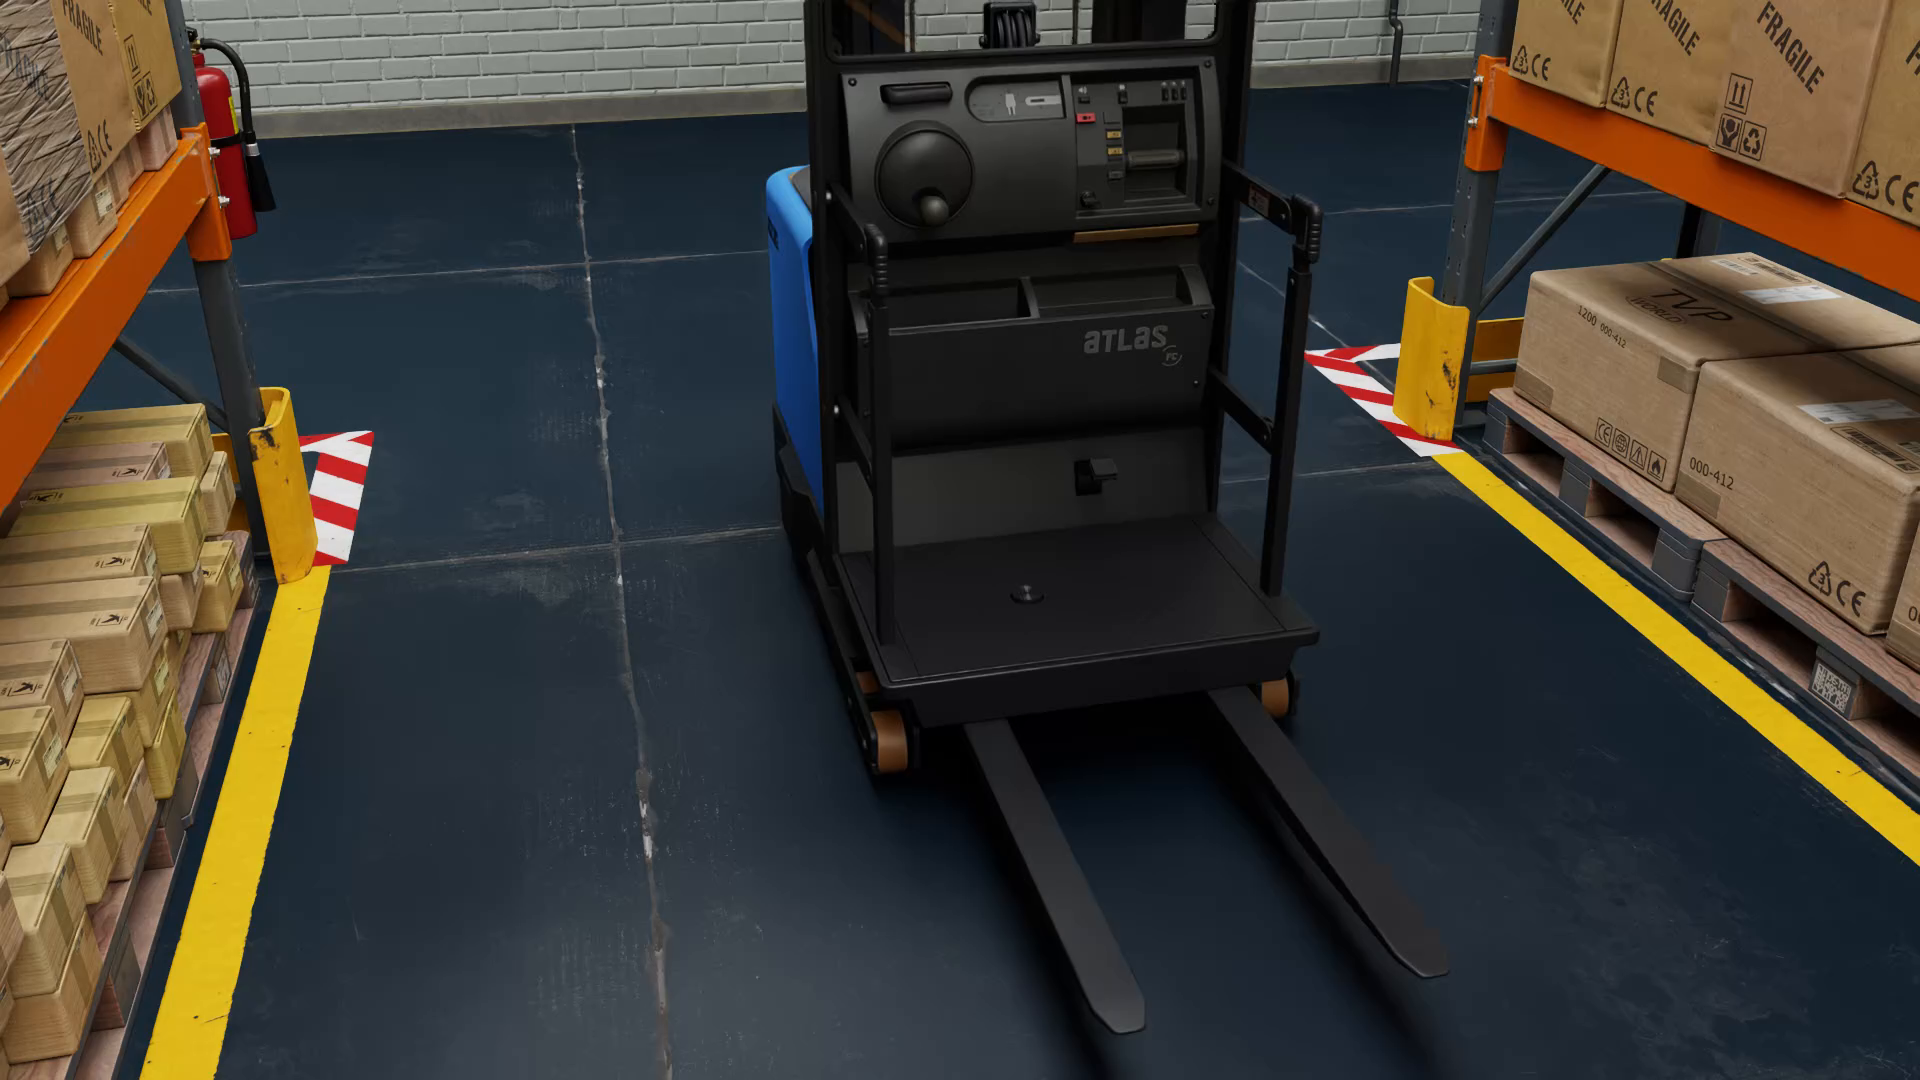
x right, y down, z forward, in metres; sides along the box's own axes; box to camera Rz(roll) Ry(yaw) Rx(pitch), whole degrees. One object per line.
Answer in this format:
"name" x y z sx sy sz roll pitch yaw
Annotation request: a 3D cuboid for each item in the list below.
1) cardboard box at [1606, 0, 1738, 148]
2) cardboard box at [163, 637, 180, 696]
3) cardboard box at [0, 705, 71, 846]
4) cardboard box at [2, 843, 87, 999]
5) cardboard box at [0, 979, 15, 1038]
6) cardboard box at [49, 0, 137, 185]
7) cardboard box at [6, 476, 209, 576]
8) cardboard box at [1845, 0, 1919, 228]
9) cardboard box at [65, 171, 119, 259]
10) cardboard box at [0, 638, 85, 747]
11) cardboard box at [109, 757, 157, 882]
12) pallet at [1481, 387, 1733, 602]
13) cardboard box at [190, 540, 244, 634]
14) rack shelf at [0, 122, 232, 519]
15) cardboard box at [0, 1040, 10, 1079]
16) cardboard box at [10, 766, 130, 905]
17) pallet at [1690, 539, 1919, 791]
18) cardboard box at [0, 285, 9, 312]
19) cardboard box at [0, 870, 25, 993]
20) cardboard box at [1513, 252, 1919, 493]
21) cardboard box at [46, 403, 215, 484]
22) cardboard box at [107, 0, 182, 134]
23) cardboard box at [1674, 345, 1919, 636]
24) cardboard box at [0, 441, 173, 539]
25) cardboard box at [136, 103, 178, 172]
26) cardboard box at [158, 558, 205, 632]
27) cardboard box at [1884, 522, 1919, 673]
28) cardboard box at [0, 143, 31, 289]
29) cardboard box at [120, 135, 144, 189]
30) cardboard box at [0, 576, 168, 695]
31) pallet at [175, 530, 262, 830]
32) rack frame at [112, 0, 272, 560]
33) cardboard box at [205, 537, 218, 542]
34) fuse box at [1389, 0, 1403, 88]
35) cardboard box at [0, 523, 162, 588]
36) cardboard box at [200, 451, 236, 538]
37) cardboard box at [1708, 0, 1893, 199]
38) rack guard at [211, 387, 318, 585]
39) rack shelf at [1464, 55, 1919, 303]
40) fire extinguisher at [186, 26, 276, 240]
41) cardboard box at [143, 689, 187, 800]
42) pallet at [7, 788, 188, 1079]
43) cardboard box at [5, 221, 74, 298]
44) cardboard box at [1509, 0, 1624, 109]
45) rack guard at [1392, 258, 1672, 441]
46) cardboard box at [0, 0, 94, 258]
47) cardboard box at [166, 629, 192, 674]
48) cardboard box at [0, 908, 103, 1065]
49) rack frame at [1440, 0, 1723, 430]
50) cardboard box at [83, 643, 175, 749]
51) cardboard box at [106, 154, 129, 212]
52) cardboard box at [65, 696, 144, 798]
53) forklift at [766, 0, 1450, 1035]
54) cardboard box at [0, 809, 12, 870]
"cardboard box" 2.182 -1.396 4.576 0.500 0.500 0.500 -6 27 -12
"cardboard box" -2.065 0.366 3.893 0.380 0.149 0.250 -6 27 -11
"cardboard box" -1.889 0.451 3.064 0.380 0.149 0.250 -6 27 -11
"cardboard box" -1.783 0.689 2.923 0.380 0.149 0.250 -6 27 -12
"cardboard box" -1.788 0.806 2.691 0.380 0.149 0.250 -5 27 -9
"cardboard box" -2.125 -1.043 3.546 0.500 0.500 0.500 -6 27 -12
"cardboard box" -2.039 -0.020 3.998 0.380 0.149 0.250 -7 28 -13
"cardboard box" 2.408 -0.952 3.697 0.500 0.500 0.500 -5 27 -10
"cardboard box" -2.068 -0.705 3.598 0.380 0.149 0.250 -5 27 -10
"cardboard box" -1.976 0.339 3.286 0.380 0.149 0.250 -7 28 -13
"cardboard box" -1.905 0.594 3.442 0.380 0.149 0.250 -5 27 -11
"pallet" 2.469 -0.222 5.456 1.003 0.211 1.213 -6 27 -12
"cardboard box" -2.109 0.134 4.352 0.380 0.149 0.250 -5 27 -10
"rack shelf" -2.137 -0.064 2.846 1.077 0.370 4.000 -6 27 -12
"cardboard box" -1.823 0.944 2.749 0.380 0.149 0.250 -7 28 -14
"cardboard box" -1.814 0.578 3.143 0.380 0.149 0.250 -6 27 -11
"pallet" 2.740 0.312 4.397 1.003 0.211 1.213 -6 27 -12
"cardboard box" -2.034 -0.462 3.116 0.380 0.149 0.250 -7 28 -14
"cardboard box" -1.730 0.675 2.621 0.380 0.149 0.250 -5 27 -10
"cardboard box" 2.458 -0.574 5.436 0.875 0.438 0.875 -7 28 -13
"cardboard box" -2.222 -0.237 4.428 0.380 0.149 0.250 -6 27 -11
"cardboard box" -2.236 -1.270 3.995 0.500 0.500 0.500 -5 27 -11
"cardboard box" 2.673 -0.173 4.642 0.875 0.438 0.875 -5 27 -10
"cardboard box" -2.221 -0.121 4.198 0.380 0.149 0.250 -5 27 -11
"cardboard box" -2.239 -1.037 4.254 0.380 0.149 0.250 -6 27 -12
"cardboard box" -2.072 0.120 4.051 0.380 0.149 0.250 -7 28 -14
"cardboard box" 2.874 0.223 3.858 0.875 0.438 0.875 -7 28 -13
"cardboard box" -1.899 -0.601 2.671 0.500 0.500 0.500 -5 27 -9
"cardboard box" -2.219 -0.924 4.030 0.380 0.149 0.250 -6 27 -12
"cardboard box" -1.927 0.212 3.538 0.380 0.149 0.250 -5 27 -10
"pallet" -2.422 0.375 4.272 1.003 0.211 1.213 -6 27 -12
"rack frame" -2.588 -1.263 4.424 1.000 3.000 0.127 -6 27 -12
"cardboard box" -2.266 0.032 4.556 0.380 0.149 0.250 -5 27 -11
"fuse box" 2.998 -3.857 10.993 0.539 1.711 0.414 -6 27 -12
"cardboard box" -2.042 0.100 3.760 0.380 0.149 0.250 -7 28 -14
"cardboard box" -2.191 -0.108 4.503 0.380 0.149 0.250 -7 28 -13
"cardboard box" 2.279 -1.171 4.129 0.500 0.500 0.500 -6 27 -12
"rack guard" -2.571 -0.114 4.921 1.175 0.500 0.348 -6 27 -12
"rack shelf" 2.663 -0.611 3.930 1.077 0.370 4.000 -6 27 -12
"fire extinguisher" -2.195 -1.220 4.837 0.296 0.674 0.183 -6 27 -12
"cardboard box" -1.947 0.472 3.684 0.380 0.149 0.250 -7 28 -14
"pallet" -2.151 0.910 3.213 1.003 0.211 1.213 -6 27 -12
"cardboard box" -2.037 -0.587 3.362 0.380 0.149 0.250 -7 28 -14
"cardboard box" 2.041 -1.615 5.010 0.500 0.500 0.500 -6 27 -12
"rack guard" 2.207 -0.705 6.092 1.175 0.500 0.348 -6 27 -12
"cardboard box" -2.001 -0.821 3.107 0.500 0.500 0.500 -6 27 -11
"cardboard box" -2.134 0.259 4.105 0.380 0.149 0.250 -6 27 -12
"cardboard box" -1.787 0.820 2.994 0.380 0.149 0.250 -7 28 -13
"rack frame" 2.212 -1.810 5.508 1.000 3.000 0.127 -6 27 -12
"cardboard box" -1.943 0.346 3.604 0.380 0.149 0.250 -6 27 -11
"cardboard box" -2.148 -0.815 3.815 0.380 0.149 0.250 -6 27 -12
"cardboard box" -1.903 0.460 3.377 0.380 0.149 0.250 -5 27 -9
"forklift" 0.237 -0.918 3.817 1.130 2.935 3.031 -6 27 -12
"cardboard box" -1.872 0.564 2.842 0.380 0.149 0.250 -7 28 -14
